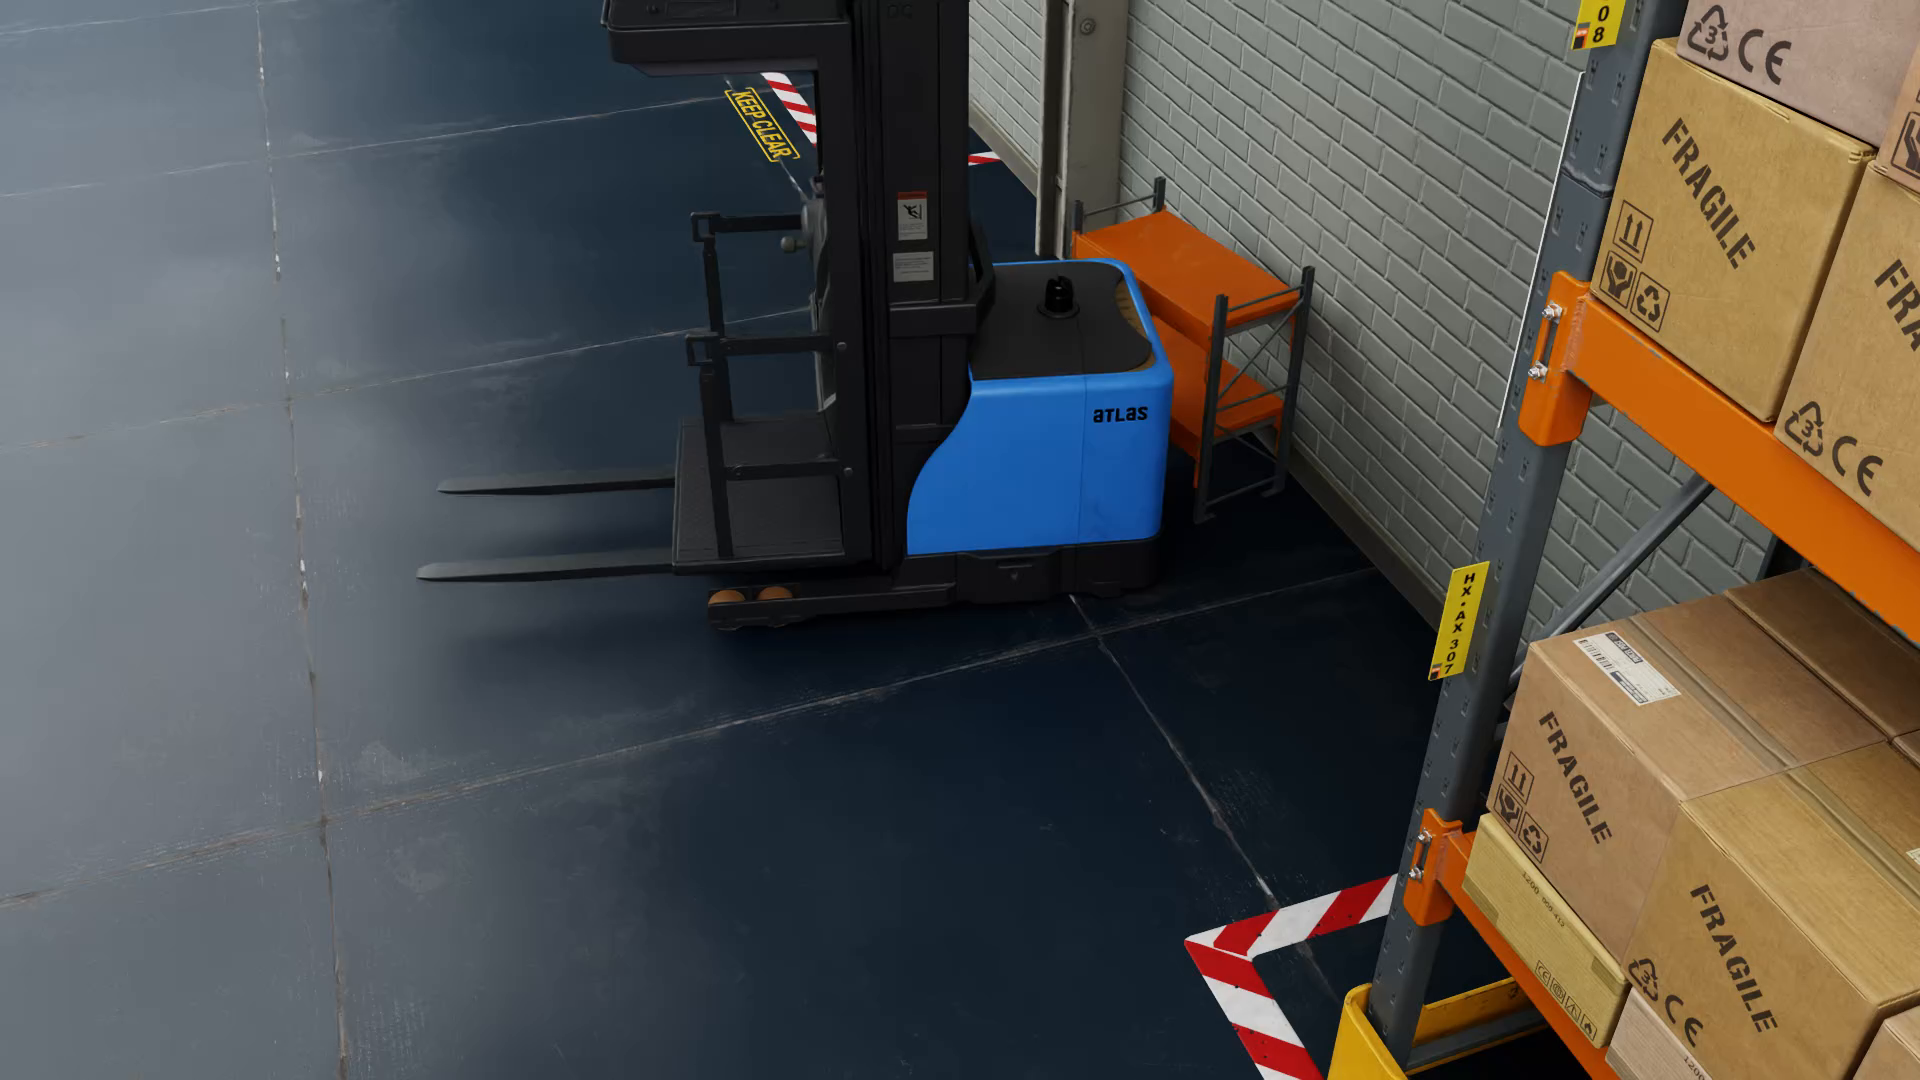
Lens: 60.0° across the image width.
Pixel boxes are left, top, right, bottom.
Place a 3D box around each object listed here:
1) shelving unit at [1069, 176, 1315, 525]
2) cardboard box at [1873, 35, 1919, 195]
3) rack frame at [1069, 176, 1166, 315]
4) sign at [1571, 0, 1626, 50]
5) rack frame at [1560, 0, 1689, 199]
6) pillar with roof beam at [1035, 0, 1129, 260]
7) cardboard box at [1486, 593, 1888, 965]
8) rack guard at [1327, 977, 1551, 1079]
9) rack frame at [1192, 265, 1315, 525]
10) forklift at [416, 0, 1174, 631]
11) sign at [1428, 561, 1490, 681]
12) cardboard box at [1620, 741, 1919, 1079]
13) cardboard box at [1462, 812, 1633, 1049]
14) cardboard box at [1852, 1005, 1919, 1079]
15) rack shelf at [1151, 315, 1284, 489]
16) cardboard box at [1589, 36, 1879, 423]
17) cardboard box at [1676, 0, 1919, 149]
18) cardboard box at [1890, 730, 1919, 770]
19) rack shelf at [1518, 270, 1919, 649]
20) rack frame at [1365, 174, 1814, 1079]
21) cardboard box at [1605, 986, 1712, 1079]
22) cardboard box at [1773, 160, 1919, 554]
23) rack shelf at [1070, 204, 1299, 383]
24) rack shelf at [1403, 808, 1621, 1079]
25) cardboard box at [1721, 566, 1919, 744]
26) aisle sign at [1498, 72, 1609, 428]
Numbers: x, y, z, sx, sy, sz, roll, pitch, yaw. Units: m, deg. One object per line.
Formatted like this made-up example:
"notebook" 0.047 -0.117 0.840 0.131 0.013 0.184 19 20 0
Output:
"shelving unit" 0.983 -0.864 7.463 0.538 1.125 1.048 -20 41 -25
"cardboard box" 1.677 -0.663 2.214 0.500 0.500 0.500 -13 39 -16
"rack frame" 0.717 -1.125 7.809 0.500 1.125 0.032 -20 41 -25
"sign" 1.138 -1.015 2.884 0.100 0.325 0.005 -12 39 -16
"rack frame" 1.647 -1.976 2.394 1.000 3.000 0.127 -12 39 -16
"pillar with roof beam" -3.406 -4.258 5.423 9.100 9.000 0.400 -12 39 -16
"cardboard box" 1.530 0.505 3.572 0.500 0.500 0.500 -12 39 -16
"rack guard" 1.674 1.462 4.894 1.175 0.500 0.348 -12 39 -16
"rack frame" 1.249 -0.604 7.117 0.500 1.125 0.032 -20 41 -25
"forklift" -0.716 -1.138 6.325 3.031 2.935 1.130 -4 37 -5
"sign" 1.138 0.187 3.789 0.100 0.325 0.005 -12 39 -16
"cardboard box" 1.690 0.786 3.198 0.500 0.500 0.500 -12 39 -16
"cardboard box" 1.517 0.814 3.785 0.500 0.250 0.500 -14 39 -17
"cardboard box" 1.862 1.079 2.809 0.500 0.500 0.500 -14 39 -17
"rack shelf" 0.983 -0.669 7.610 0.538 0.278 1.000 -20 41 -25
"cardboard box" 1.528 -0.585 2.941 0.500 0.500 0.500 -11 38 -15
"cardboard box" 1.552 -0.957 2.604 0.500 0.500 0.500 -15 40 -19
"cardboard box" 2.173 0.681 3.337 0.500 0.500 0.500 -12 39 -15
"rack shelf" 2.336 0.639 2.013 1.077 0.370 4.000 -12 39 -16
"rack frame" 1.647 0.420 4.199 1.000 3.000 0.127 -12 39 -16
"cardboard box" 1.709 1.104 3.399 0.500 0.250 0.500 -14 39 -17
"cardboard box" 1.679 -0.274 2.528 0.500 0.500 0.500 -10 38 -13
"rack shelf" 0.983 -1.098 7.287 0.538 0.278 1.000 -20 41 -25
"rack shelf" 2.336 1.837 2.915 1.077 0.370 4.000 -12 39 -16
"cardboard box" 2.009 0.395 3.717 0.500 0.500 0.500 -13 39 -16
"aisle sign" 1.341 -0.597 3.388 0.394 0.787 0.004 -12 39 -16
